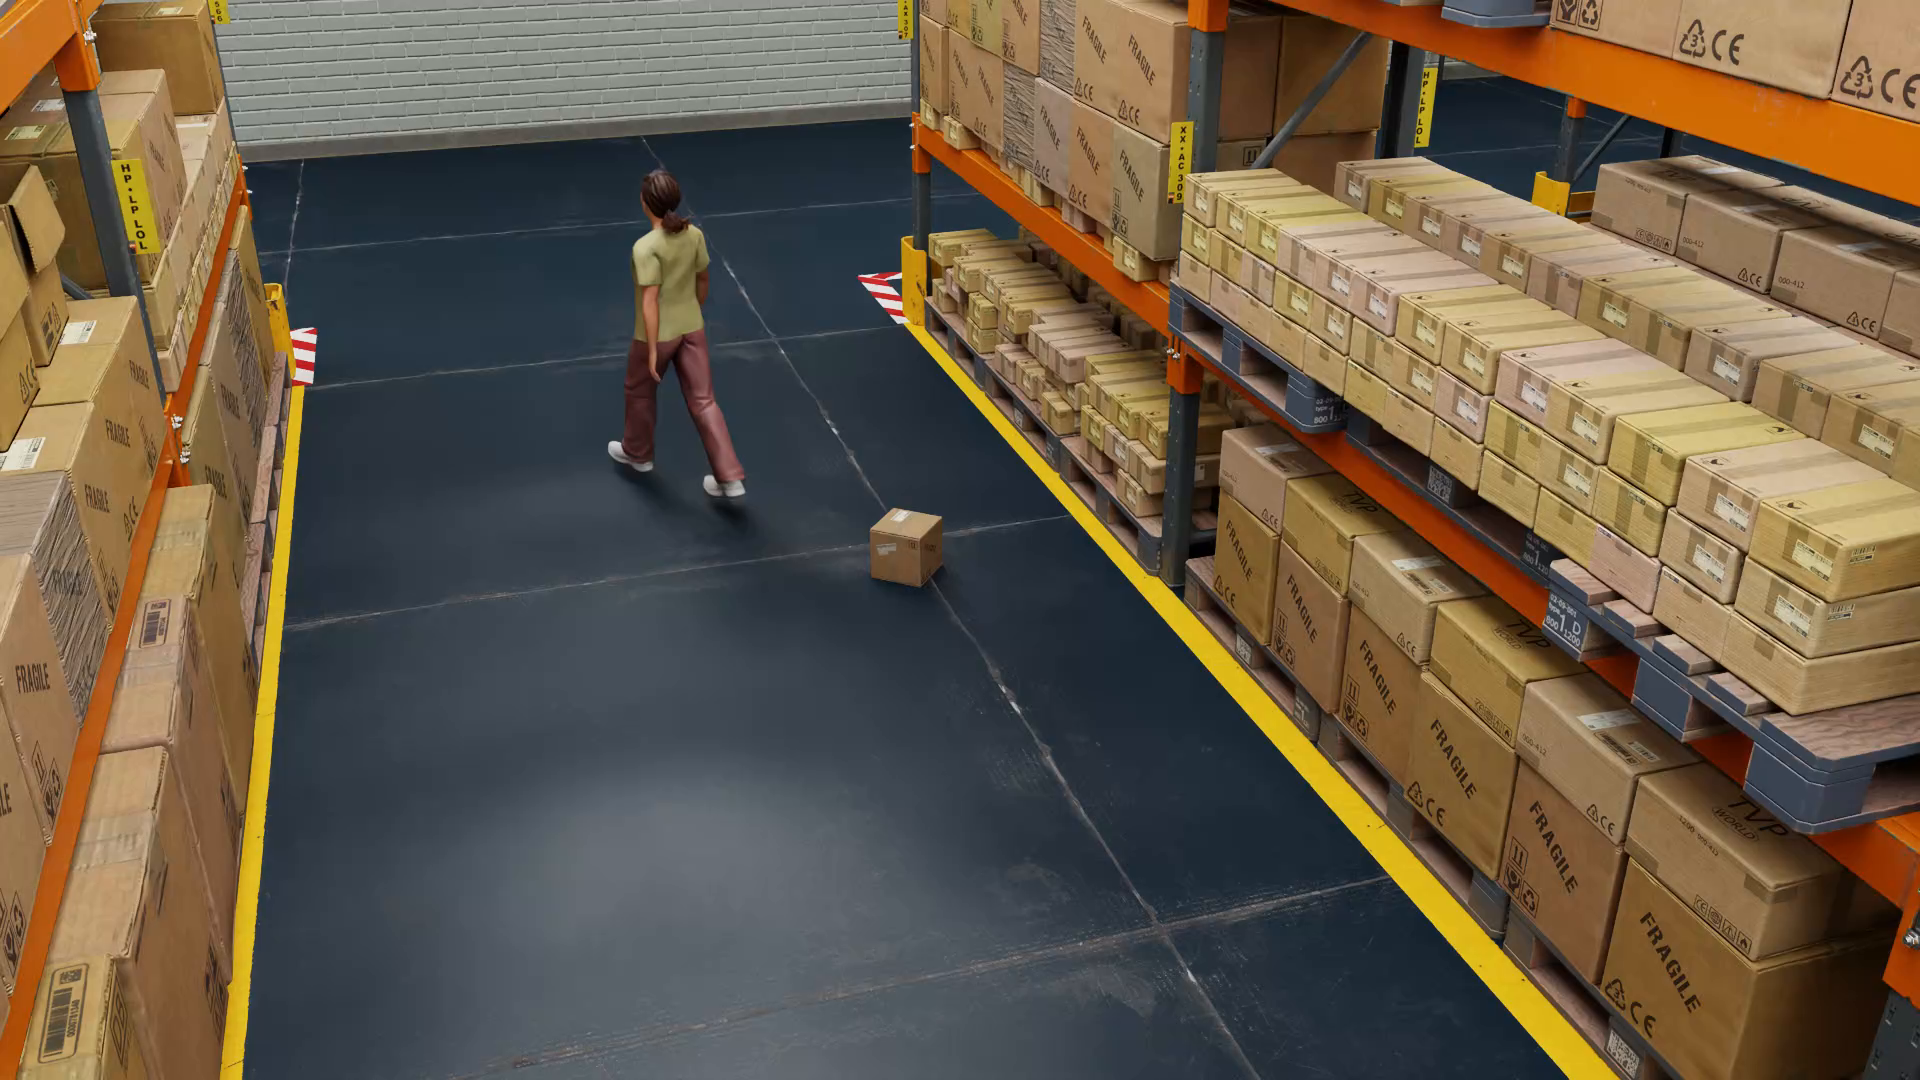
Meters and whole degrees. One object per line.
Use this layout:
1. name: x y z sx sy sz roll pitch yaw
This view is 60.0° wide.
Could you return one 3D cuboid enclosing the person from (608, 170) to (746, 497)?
1. person: -1.420 -1.029 8.188 0.473 1.620 1.035 -21 33 -36
